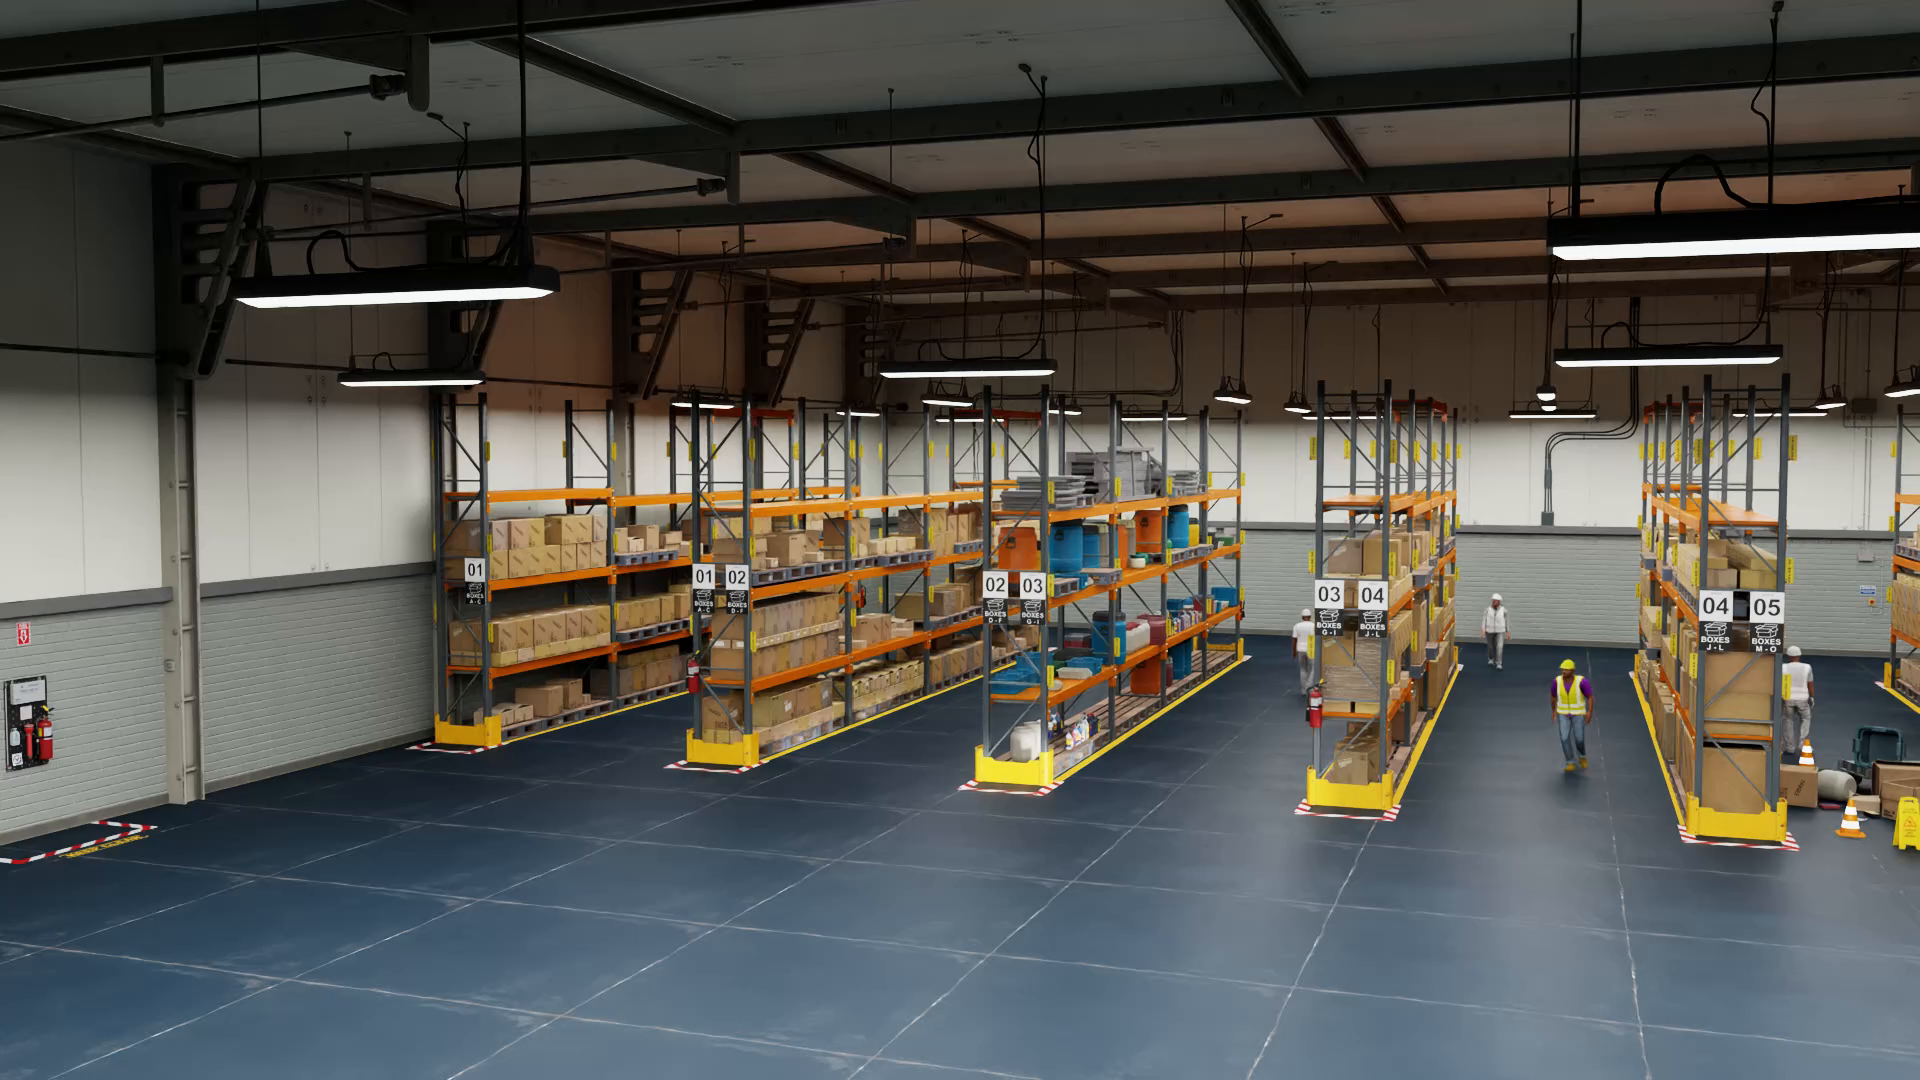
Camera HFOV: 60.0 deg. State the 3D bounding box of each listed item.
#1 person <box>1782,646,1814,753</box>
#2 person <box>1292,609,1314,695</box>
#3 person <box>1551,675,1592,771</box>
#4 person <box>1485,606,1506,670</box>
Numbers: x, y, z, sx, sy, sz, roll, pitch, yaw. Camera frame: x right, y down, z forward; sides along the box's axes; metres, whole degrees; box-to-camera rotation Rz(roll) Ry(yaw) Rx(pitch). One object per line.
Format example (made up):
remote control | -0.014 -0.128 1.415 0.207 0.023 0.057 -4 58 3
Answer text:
person | 13.841 2.650 27.567 0.581 1.784 0.553 1 3 19
person | 9.686 2.723 26.360 11.479 1.767 13.090 1 3 23
person | 9.630 2.857 26.206 0.627 1.506 0.540 2 3 29
person | 12.335 2.237 38.311 0.452 1.442 1.084 1 3 16
